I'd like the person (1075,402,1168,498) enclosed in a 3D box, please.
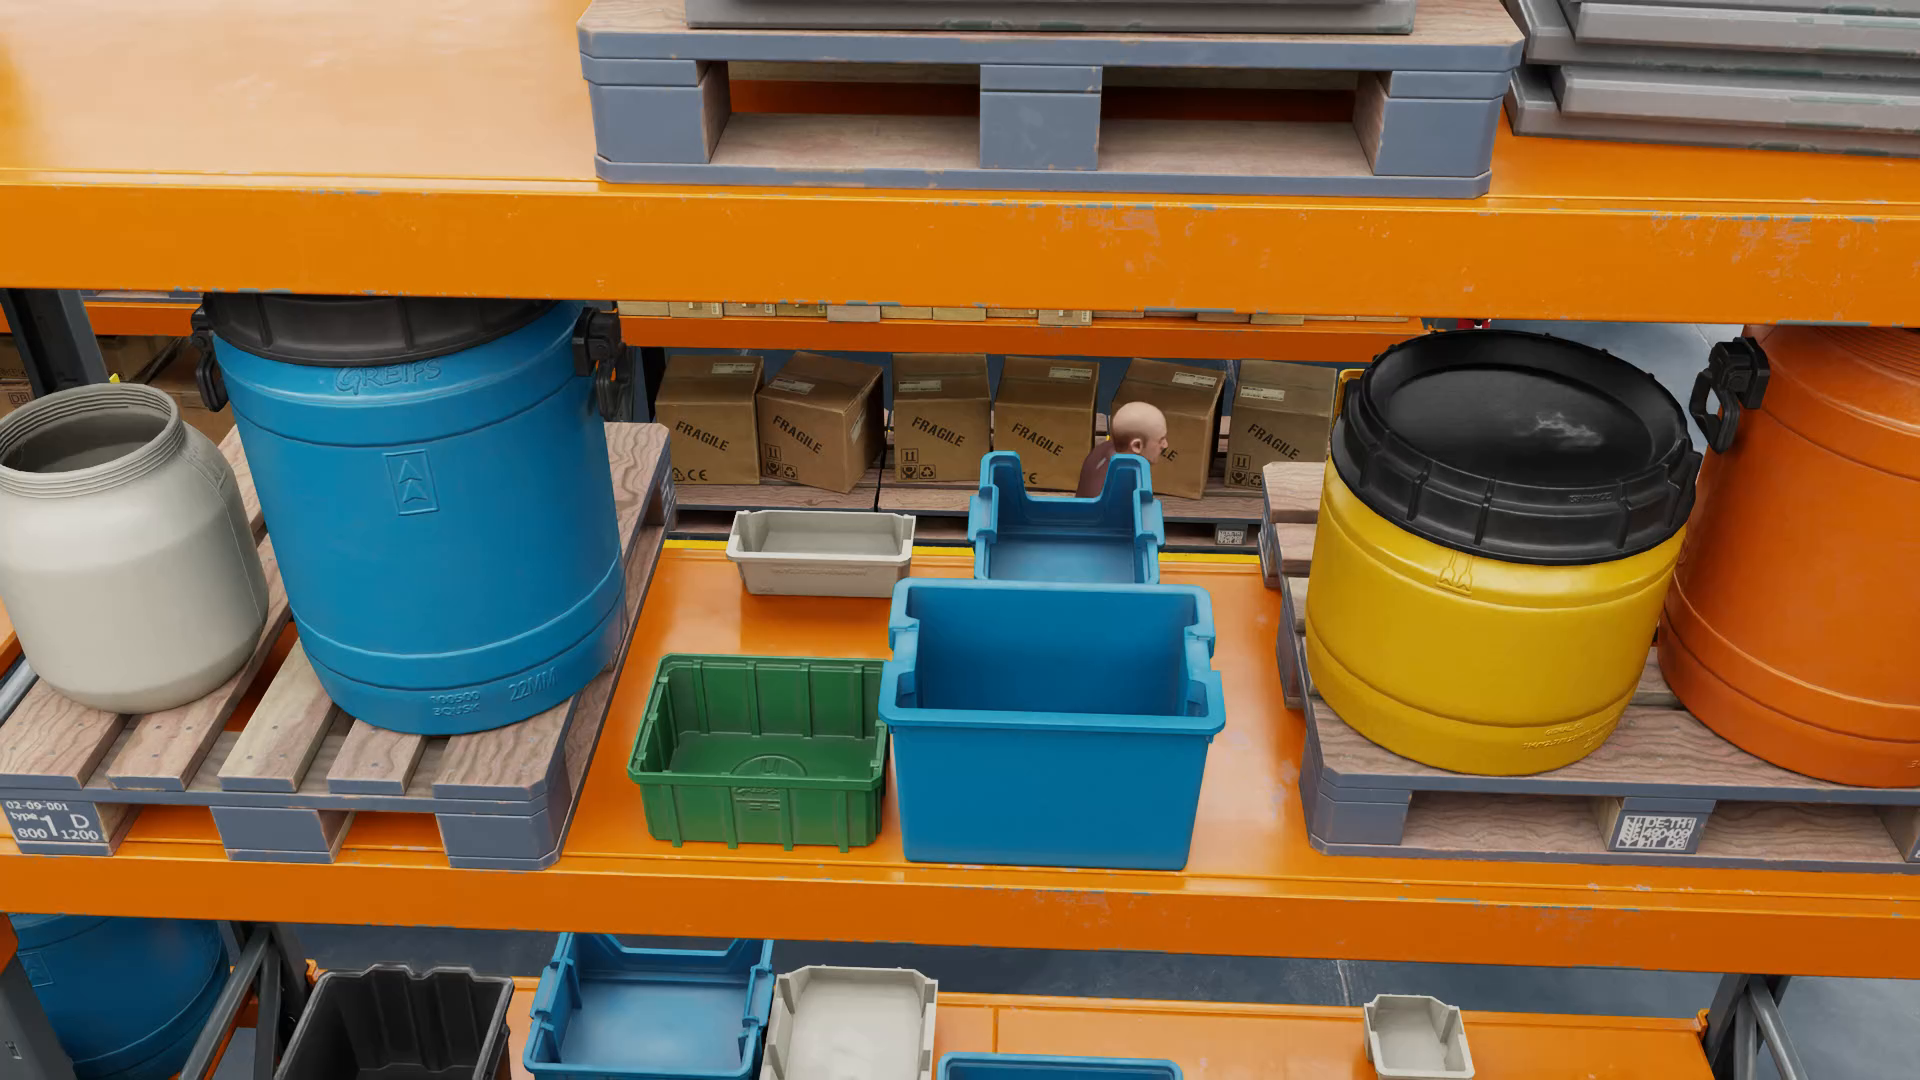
[{"bbox_3d":[0.639,0.221,6.819,0.424,1.774,0.644,2,35,2],"label":"person"}]
